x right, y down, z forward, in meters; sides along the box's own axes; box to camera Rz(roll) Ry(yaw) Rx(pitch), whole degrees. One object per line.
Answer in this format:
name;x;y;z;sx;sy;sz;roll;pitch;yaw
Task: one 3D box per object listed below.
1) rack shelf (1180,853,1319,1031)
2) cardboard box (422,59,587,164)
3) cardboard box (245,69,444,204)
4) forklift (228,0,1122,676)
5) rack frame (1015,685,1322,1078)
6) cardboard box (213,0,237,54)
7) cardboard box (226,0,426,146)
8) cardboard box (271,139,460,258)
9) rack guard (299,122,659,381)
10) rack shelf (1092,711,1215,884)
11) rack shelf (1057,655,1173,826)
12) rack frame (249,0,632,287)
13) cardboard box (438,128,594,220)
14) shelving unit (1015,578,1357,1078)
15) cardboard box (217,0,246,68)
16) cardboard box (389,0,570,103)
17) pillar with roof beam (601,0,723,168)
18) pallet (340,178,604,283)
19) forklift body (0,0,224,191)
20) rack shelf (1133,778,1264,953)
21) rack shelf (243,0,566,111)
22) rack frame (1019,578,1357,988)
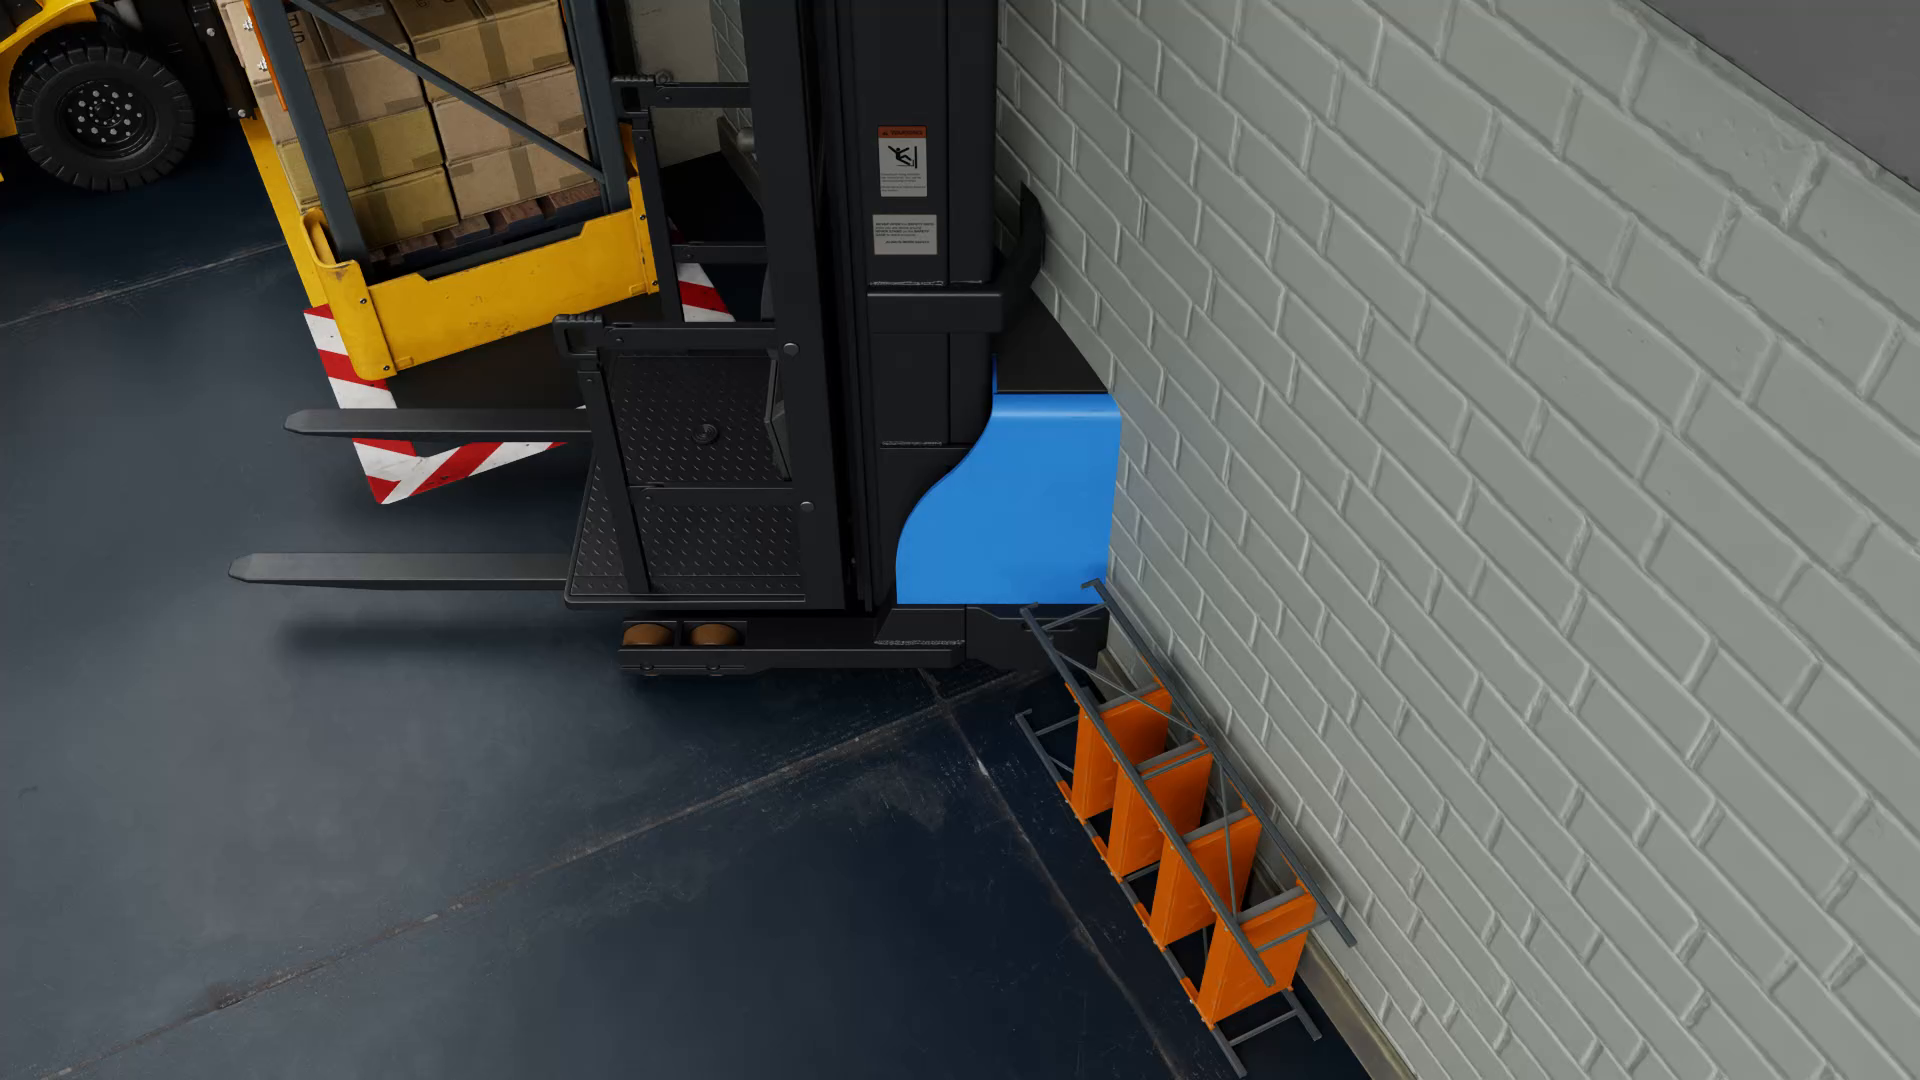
rack shelf;0.703;0.978;4.052;0.258;0.480;0.148;-20;52;-17
cardboard box;-1.658;-1.635;5.903;0.500;0.250;0.500;-20;52;-17
cardboard box;-2.129;-1.467;5.756;0.500;0.250;0.500;-22;52;-18
forklift;-0.630;-0.965;4.147;3.031;2.935;1.130;0;49;0
rack frame;0.530;0.873;4.468;0.240;0.015;1.200;-20;52;-17
cardboard box;-2.604;-2.145;6.349;0.500;0.250;0.500;-22;52;-18
cardboard box;-2.116;-1.614;5.553;0.500;0.250;0.500;-20;52;-16
cardboard box;-2.124;-1.290;5.933;0.500;0.250;0.500;-21;52;-17
rack guard;-1.617;-1.013;5.803;1.175;0.500;0.348;-21;52;-18
rack shelf;0.501;0.667;4.324;0.258;0.480;0.148;-20;52;-17
rack shelf;0.413;0.533;4.441;0.258;0.480;0.148;-20;52;-17
rack frame;-1.628;-1.852;4.877;1.000;3.000;0.127;-21;52;-18
cardboard box;-1.679;-1.481;6.100;0.500;0.250;0.500;-21;52;-17
shelving unit;0.530;0.712;4.284;0.258;0.503;1.200;-20;52;-17
cardboard box;-2.355;-1.954;5.850;0.500;0.250;0.500;-20;52;-17
cardboard box;-1.680;-1.801;5.716;0.500;0.250;0.500;-22;52;-18
pillar with roof beam;-4.973;-3.120;2.001;9.100;9.000;0.400;-21;52;-18
pallet;-2.015;-1.431;6.361;1.003;0.211;1.213;-21;52;-18
forklift body;-4.118;-2.213;5.757;2.313;2.155;1.214;-21;52;-18
rack shelf;0.599;0.818;4.192;0.258;0.480;0.148;-20;52;-17
rack shelf;-2.543;-2.953;6.318;1.077;0.370;4.000;-21;52;-18
rack frame;0.530;0.552;4.100;0.240;0.015;1.200;-20;52;-17
